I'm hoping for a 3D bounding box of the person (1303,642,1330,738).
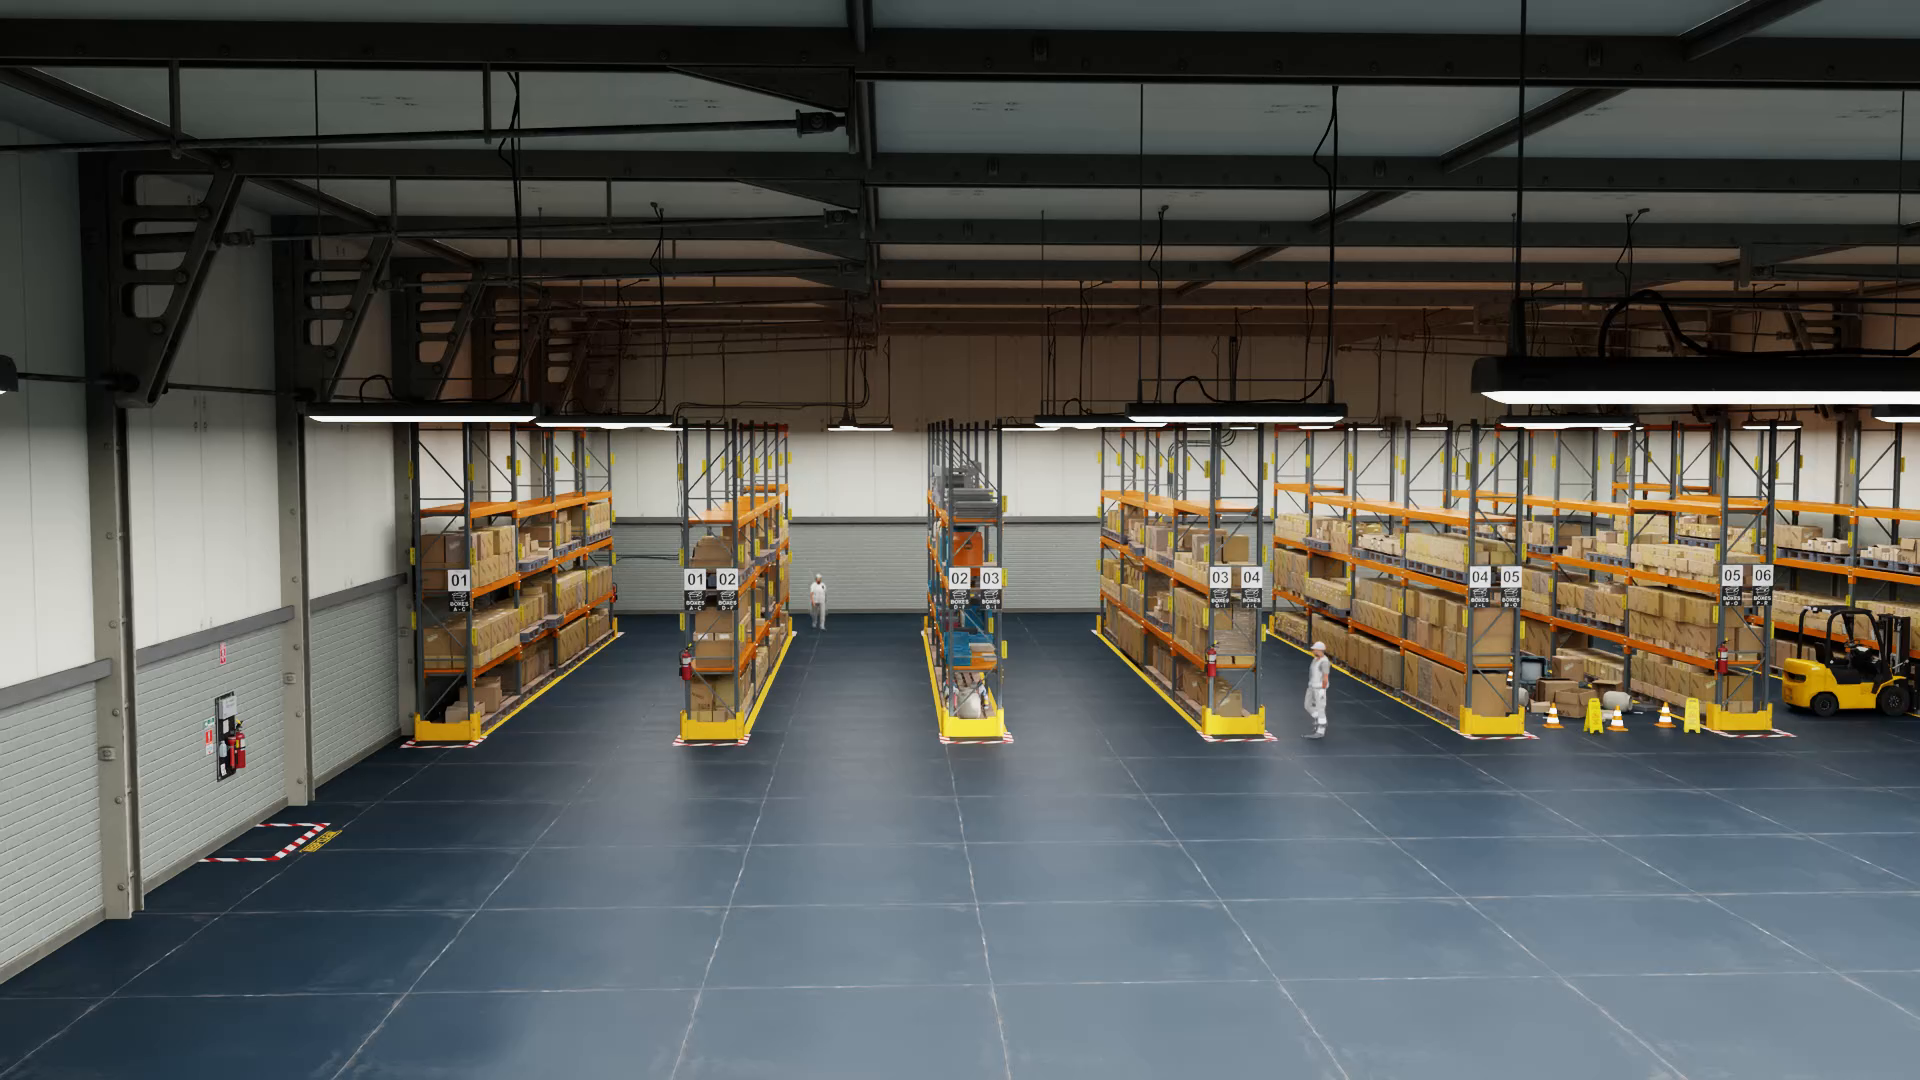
[{"bbox_3d":[6.753,2.806,31.406,0.528,1.789,0.620,-1,4,-21],"label":"person"}]

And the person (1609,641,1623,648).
[{"bbox_3d":[17.461,2.048,44.285,0.556,1.721,0.651,-2,4,-23],"label":"person"}]

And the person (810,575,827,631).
[{"bbox_3d":[-4.125,1.816,48.464,0.481,1.621,0.978,-1,4,-9],"label":"person"}]

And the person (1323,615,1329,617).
[{"bbox_3d":[10.932,1.712,48.697,1.113,1.719,0.690,1,4,12],"label":"person"}]
